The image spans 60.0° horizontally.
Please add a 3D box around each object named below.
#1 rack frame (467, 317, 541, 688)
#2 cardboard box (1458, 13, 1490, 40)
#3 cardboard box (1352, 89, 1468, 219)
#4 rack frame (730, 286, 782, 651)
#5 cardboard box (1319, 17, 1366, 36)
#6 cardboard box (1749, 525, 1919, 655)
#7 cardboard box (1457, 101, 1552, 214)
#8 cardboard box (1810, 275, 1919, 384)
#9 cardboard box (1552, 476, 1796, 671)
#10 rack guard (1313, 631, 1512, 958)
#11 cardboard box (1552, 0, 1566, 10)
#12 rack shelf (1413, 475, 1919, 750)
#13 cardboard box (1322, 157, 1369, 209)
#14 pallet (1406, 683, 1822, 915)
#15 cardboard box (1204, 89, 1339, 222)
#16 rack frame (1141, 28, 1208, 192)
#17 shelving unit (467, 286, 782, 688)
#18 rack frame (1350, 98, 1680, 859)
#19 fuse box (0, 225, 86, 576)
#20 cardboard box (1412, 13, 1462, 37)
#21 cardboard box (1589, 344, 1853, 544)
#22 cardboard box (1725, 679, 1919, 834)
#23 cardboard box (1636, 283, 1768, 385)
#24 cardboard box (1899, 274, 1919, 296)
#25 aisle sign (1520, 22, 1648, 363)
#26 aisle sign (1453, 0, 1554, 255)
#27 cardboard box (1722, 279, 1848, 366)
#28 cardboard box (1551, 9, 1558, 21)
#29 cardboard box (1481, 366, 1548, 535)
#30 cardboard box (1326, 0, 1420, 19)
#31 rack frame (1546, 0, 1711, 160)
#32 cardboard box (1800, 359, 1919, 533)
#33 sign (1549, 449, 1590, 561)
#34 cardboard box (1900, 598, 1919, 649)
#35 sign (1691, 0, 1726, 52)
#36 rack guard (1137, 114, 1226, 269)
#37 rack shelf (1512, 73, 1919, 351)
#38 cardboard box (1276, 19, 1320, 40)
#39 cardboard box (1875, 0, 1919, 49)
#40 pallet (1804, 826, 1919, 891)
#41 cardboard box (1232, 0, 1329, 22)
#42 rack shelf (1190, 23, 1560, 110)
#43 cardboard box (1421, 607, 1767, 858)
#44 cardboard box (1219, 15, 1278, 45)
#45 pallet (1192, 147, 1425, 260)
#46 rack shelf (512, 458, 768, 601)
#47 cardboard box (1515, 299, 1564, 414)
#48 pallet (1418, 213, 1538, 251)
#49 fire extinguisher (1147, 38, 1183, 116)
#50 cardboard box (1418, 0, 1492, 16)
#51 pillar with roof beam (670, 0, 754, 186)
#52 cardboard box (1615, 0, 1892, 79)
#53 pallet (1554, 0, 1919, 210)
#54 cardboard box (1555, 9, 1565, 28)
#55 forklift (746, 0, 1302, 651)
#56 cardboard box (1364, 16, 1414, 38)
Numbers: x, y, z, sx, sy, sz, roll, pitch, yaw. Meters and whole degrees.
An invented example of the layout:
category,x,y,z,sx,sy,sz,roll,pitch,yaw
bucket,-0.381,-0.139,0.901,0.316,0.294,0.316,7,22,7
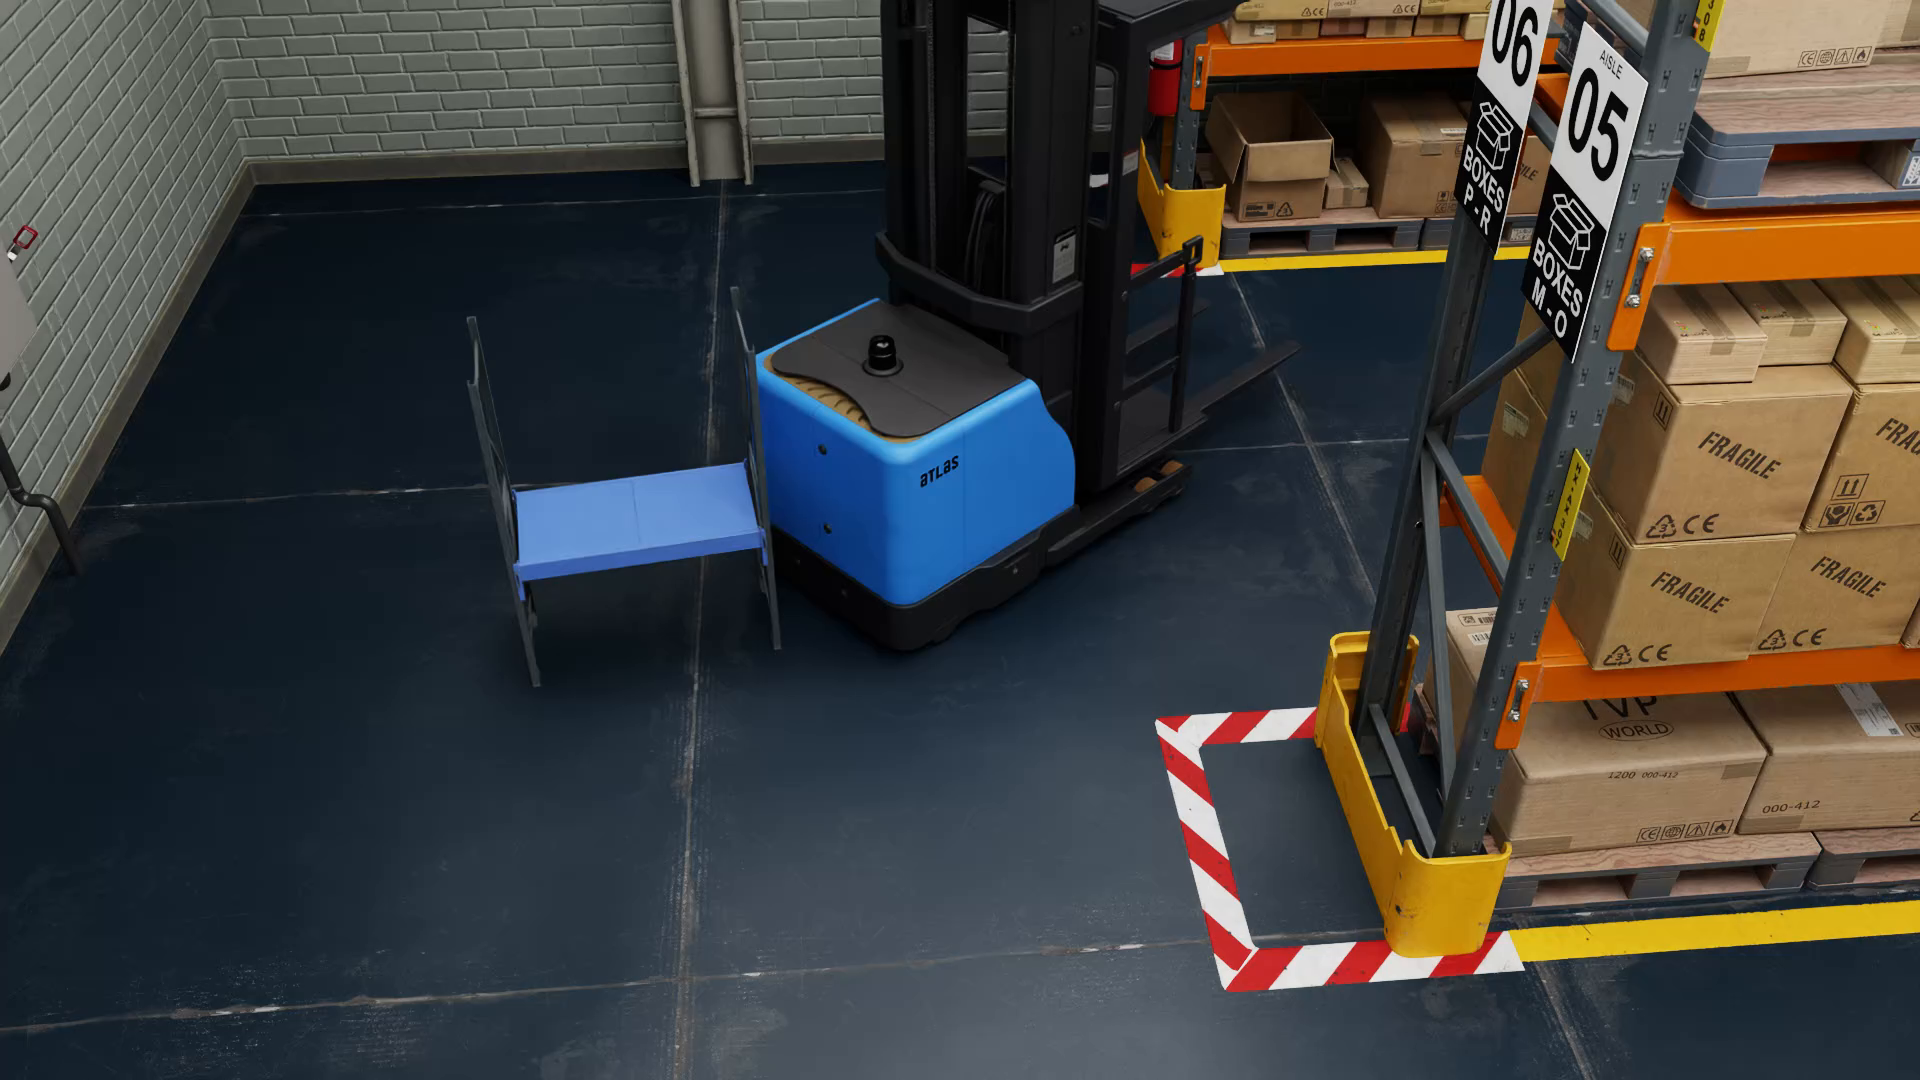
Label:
category,x,y,z,sx,sy,sz,roll,pitch,yaw
rack frame,-1.830,-0.122,6.694,0.032,1.500,0.500,-8,39,-10
cardboard box,2.870,-2.921,9.233,0.250,0.149,0.380,-4,38,-5
cardboard box,2.703,-2.312,9.938,0.500,0.500,0.700,-2,38,-2
rack frame,-0.840,-0.266,6.877,0.032,1.500,0.500,-8,39,-10
cardboard box,2.090,-2.959,9.282,0.250,0.149,0.380,-4,38,-5
cardboard box,2.679,-0.002,5.250,0.500,0.500,0.500,-4,38,-5
cardboard box,3.239,-2.279,9.896,0.500,0.500,0.500,-2,38,-3
cardboard box,2.576,-0.605,4.684,0.250,0.149,0.380,-2,38,-3
cardboard box,2.178,0.043,5.193,0.500,0.500,0.500,-3,38,-4
rack guard,1.650,0.914,6.188,0.348,0.500,1.175,-3,38,-4
cardboard box,3.221,-3.146,9.197,0.500,0.250,0.500,-4,38,-5
rack shelf,3.666,0.104,5.777,4.000,0.370,1.077,-3,38,-4
cardboard box,2.275,-2.151,10.017,0.250,0.149,0.380,-5,39,-6
pallet,2.464,0.934,6.396,1.213,0.211,1.003,-3,38,-4
cardboard box,1.848,-2.291,9.908,0.637,0.503,0.797,-5,39,-6
rack frame,1.231,-3.131,9.296,0.127,3.000,1.000,-3,38,-4
shelving unit,-1.335,-0.194,6.785,1.048,1.500,0.538,-8,39,-10
rack frame,1.674,-0.068,5.415,0.127,3.000,1.000,-3,38,-4
fuse box,-3.981,-0.543,7.056,0.414,1.711,0.539,-3,38,-4
cardboard box,2.612,-2.953,9.274,0.250,0.149,0.380,-3,38,-3
cardboard box,2.177,-0.351,4.885,0.500,0.500,0.500,-4,38,-5
cardboard box,3.234,0.619,6.273,0.875,0.438,0.875,-2,38,-3
cardboard box,2.052,-0.603,4.682,0.250,0.149,0.380,-2,38,-3
cardboard box,2.837,-0.631,4.716,0.250,0.149,0.380,-4,38,-5
aisle sign,1.628,-0.906,4.378,0.004,0.787,0.394,-3,38,-4
aisle sign,1.575,-1.276,4.847,0.004,0.787,0.394,-3,38,-4
cardboard box,2.307,-0.662,4.755,0.250,0.149,0.380,-2,38,-3
cardboard box,3.131,-2.948,9.267,0.250,0.149,0.380,-2,38,-3
cardboard box,2.131,-0.297,5.624,0.500,0.500,0.500,-3,38,-4
cardboard box,2.209,-3.075,9.107,0.500,0.250,0.500,-3,38,-3
rack frame,1.674,-2.423,3.557,0.127,3.000,1.000,-3,38,-4
cardboard box,2.692,-0.383,4.926,0.500,0.500,0.500,-4,38,-5
sign,1.717,-0.096,4.688,0.005,0.325,0.100,-3,38,-4
cardboard box,3.187,-0.018,5.271,0.500,0.500,0.500,-3,38,-4
sign,1.717,-1.277,3.756,0.005,0.325,0.100,-3,38,-4
rack guard,1.306,-2.153,10.076,0.348,0.500,1.175,-3,38,-4
rack shelf,3.666,-1.073,4.848,4.000,0.370,1.077,-3,38,-4
cardboard box,1.832,-2.923,9.236,0.250,0.149,0.380,-2,38,-3
cardboard box,2.525,-1.504,4.596,0.250,0.149,0.380,-6,39,-7
pallet,3.676,0.869,6.478,1.213,0.211,1.003,-3,38,-4
cardboard box,1.707,-3.047,9.071,0.500,0.250,0.500,-3,38,-4
rack shelf,3.223,-2.958,9.658,4.000,0.370,1.077,-3,38,-4
cardboard box,2.323,0.675,6.203,0.875,0.438,0.875,-4,38,-6
cardboard box,1.583,-2.881,9.182,0.250,0.149,0.380,-3,38,-4
pallet,2.101,-2.084,10.221,1.213,0.211,1.003,-3,38,-4
rack shelf,-1.335,-0.053,6.897,1.000,0.185,0.538,-8,39,-10
cardboard box,2.133,-0.673,5.294,0.500,0.500,0.500,-2,38,-2
pallet,3.313,-2.149,10.304,1.213,0.211,1.003,-3,38,-4
fire extinguisher,1.125,-2.661,9.064,0.183,0.674,0.296,-3,38,-4
cardboard box,2.713,-3.105,9.144,0.500,0.250,0.500,-4,38,-5
pillar with roof beam,-1.153,-3.238,4.589,0.400,9.000,9.100,-3,38,-4
cardboard box,2.114,-1.471,4.473,0.500,0.250,0.500,-6,39,-8
pallet,2.412,-1.258,4.573,1.213,0.211,1.003,-3,38,-4
cardboard box,3.381,-3.004,9.339,0.250,0.149,0.380,-3,38,-4
forklift,0.475,-1.487,7.268,3.031,2.935,1.130,-31,48,-33
cardboard box,2.348,-2.935,9.251,0.250,0.149,0.380,-2,38,-3
